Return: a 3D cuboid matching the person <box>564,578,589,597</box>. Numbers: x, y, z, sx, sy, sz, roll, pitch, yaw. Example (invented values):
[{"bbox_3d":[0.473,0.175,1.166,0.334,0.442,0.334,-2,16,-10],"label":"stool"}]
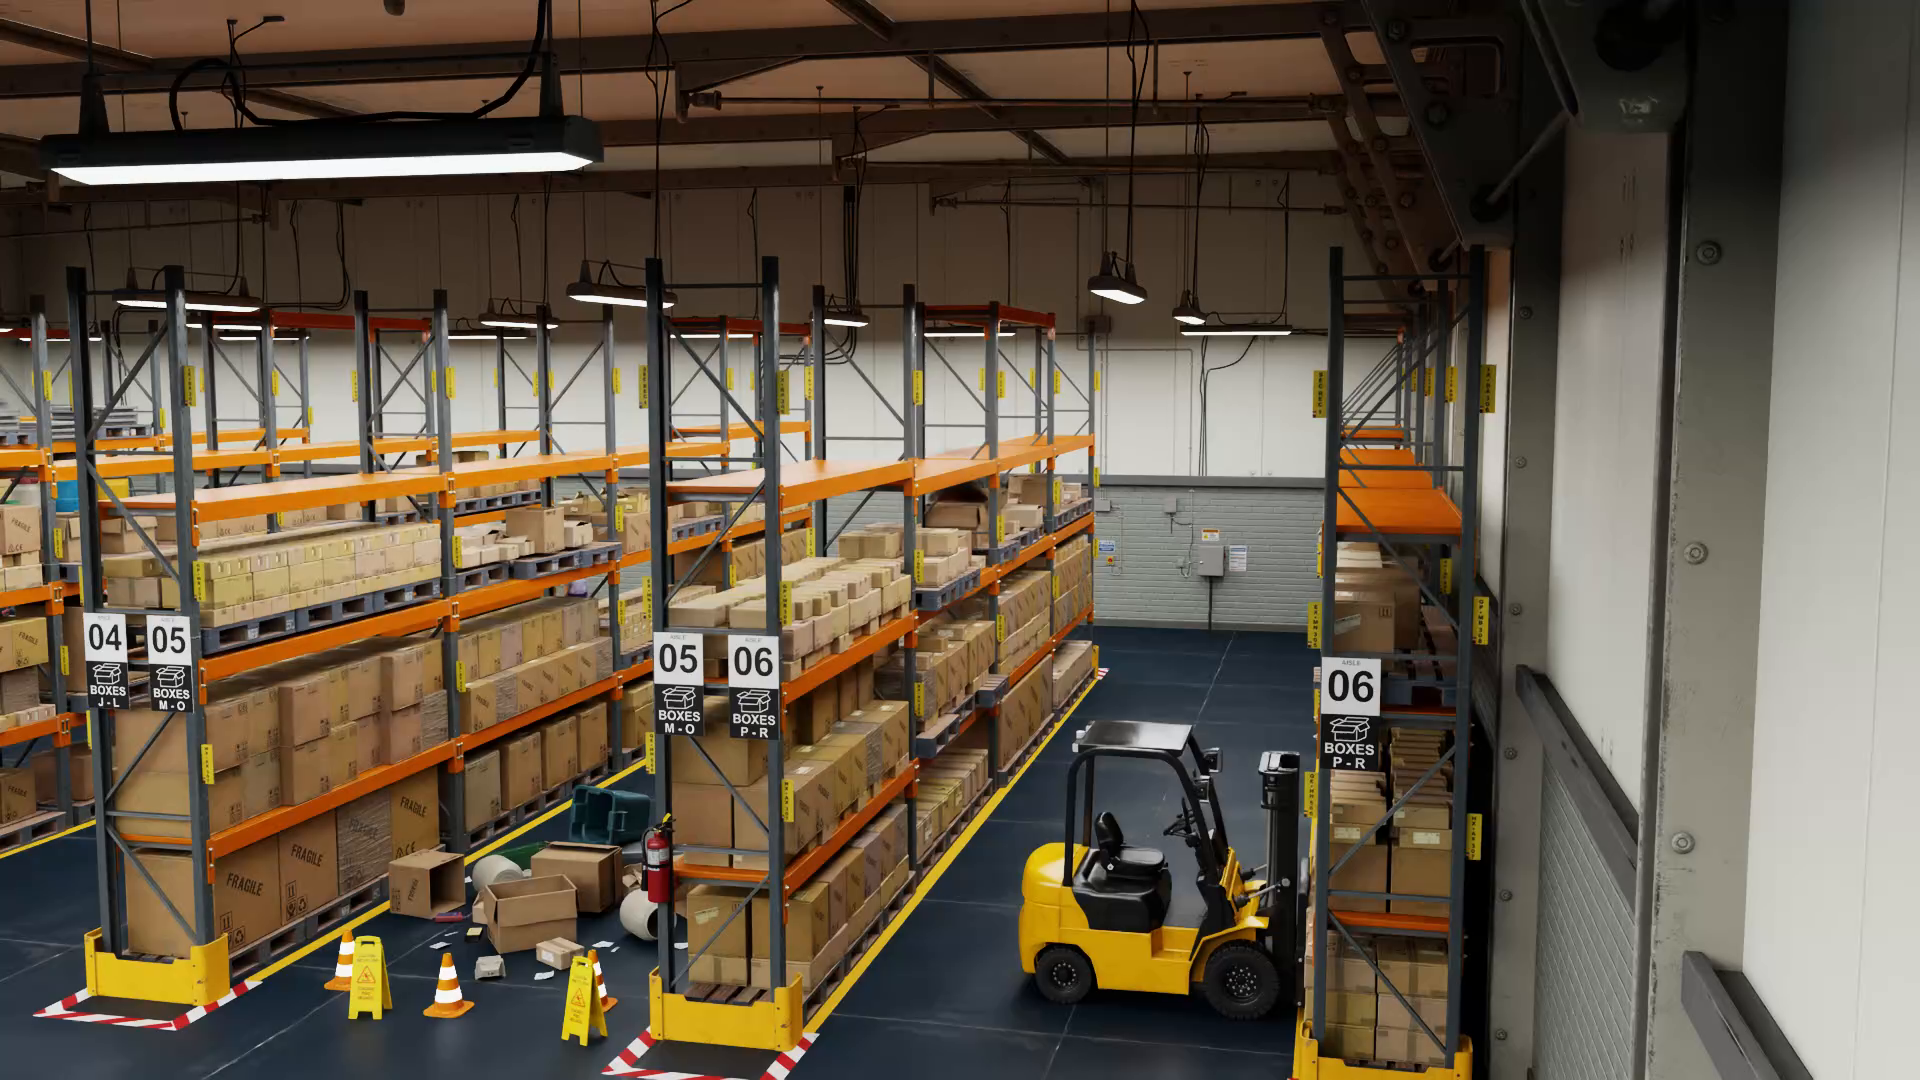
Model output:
[{"bbox_3d":[-7.320,1.150,31.687,0.508,1.603,0.603,-5,8,-42],"label":"person"}]
